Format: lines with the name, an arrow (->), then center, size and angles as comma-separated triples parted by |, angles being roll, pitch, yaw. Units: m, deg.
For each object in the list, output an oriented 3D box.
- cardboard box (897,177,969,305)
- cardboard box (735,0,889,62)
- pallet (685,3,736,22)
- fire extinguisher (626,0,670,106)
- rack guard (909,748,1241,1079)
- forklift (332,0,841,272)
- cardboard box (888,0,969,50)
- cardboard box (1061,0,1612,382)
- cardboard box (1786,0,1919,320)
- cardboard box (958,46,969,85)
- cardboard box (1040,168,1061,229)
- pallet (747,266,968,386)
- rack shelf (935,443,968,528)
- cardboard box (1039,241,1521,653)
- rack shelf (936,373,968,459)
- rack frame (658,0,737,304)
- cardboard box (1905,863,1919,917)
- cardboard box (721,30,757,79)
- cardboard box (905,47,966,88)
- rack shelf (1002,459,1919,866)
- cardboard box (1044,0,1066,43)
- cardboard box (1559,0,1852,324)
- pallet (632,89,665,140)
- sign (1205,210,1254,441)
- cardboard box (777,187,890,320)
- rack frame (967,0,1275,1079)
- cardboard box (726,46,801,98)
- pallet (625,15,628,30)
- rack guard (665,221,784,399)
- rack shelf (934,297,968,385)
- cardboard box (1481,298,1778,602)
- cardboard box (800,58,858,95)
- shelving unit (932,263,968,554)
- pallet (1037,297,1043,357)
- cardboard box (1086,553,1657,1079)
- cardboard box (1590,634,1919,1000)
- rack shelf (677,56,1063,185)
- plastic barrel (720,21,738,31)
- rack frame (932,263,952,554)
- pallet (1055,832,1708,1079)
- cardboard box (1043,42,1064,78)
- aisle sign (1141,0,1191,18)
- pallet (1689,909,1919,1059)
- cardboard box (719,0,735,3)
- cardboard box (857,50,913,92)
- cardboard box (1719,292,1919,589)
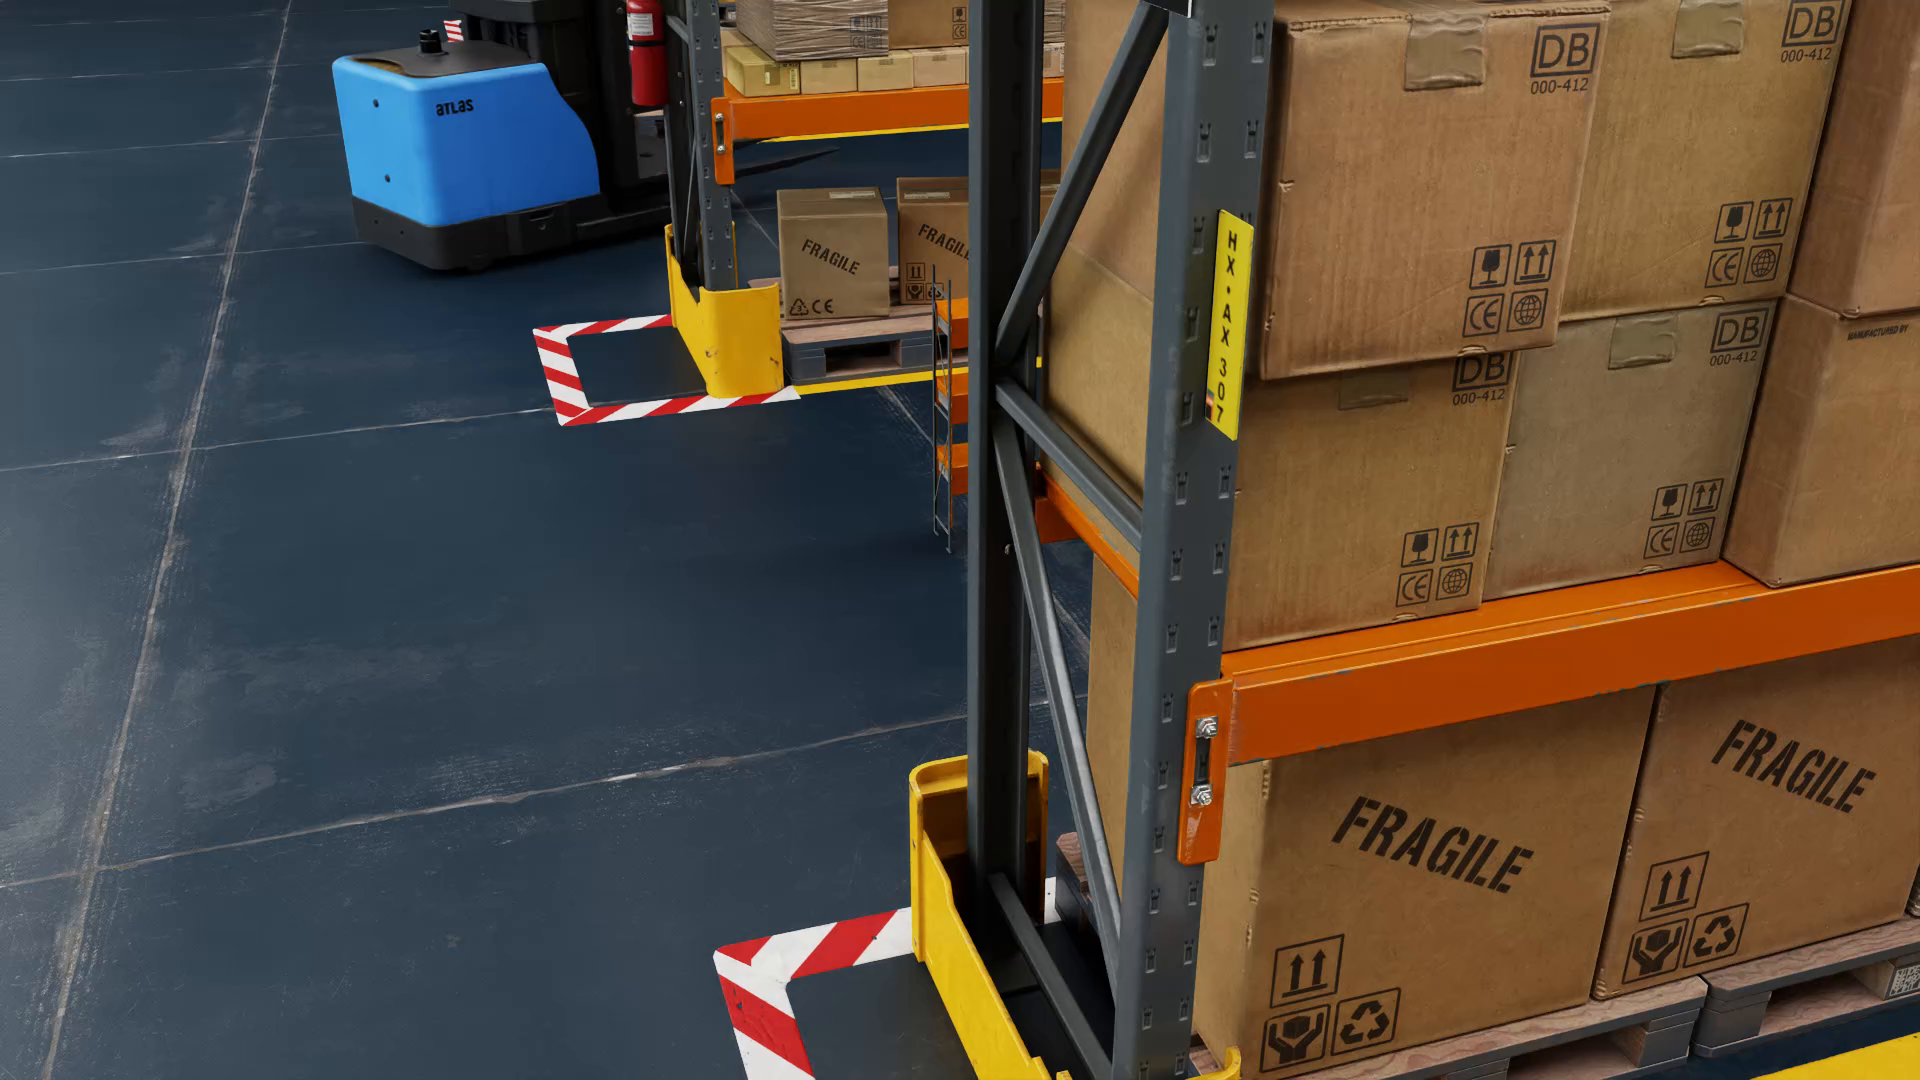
cardboard box -> -0.055, -1.481, 8.199 | 0.500, 0.500, 0.500 | -1, 26, -3
cardboard box -> -0.680, -2.479, 7.424 | 0.500, 0.500, 0.875 | -8, 28, -16
pallet -> -2.403, -5.467, 17.024 | 1.213, 0.211, 1.003 | -8, 28, -16
fire extinguisher -> -1.463, -2.382, 7.761 | 0.183, 0.674, 0.296 | -8, 28, -16
rack guard -> 0.206, 0.997, 3.680 | 0.348, 0.500, 1.175 | -8, 28, -16
forklift -> -2.099, -3.334, 9.670 | 3.031, 2.935, 1.130 | -23, 35, -38
cardboard box -> -0.242, -2.599, 7.665 | 0.500, 0.500, 0.875 | -8, 28, -16
cardboard box -> 0.593, -0.712, 2.927 | 0.550, 0.550, 0.875 | -8, 28, -16
cardboard box -> 1.662, -0.846, 3.198 | 0.550, 0.550, 0.875 | -8, 28, -16
cardboard box -> 0.091, -2.192, 7.575 | 0.250, 0.149, 0.380 | -8, 28, -16
cardboard box -> 0.546, -1.560, 8.357 | 0.500, 0.500, 0.500 | -6, 27, -11
pallet -> -0.356, -1.096, 8.219 | 1.213, 0.211, 1.003 | -8, 28, -16
rack shelf -> 0.051, -0.219, 6.160 | 0.240, 0.259, 0.215 | -8, 28, -16
cardboard box -> 0.567, -0.264, 3.239 | 0.550, 0.550, 0.875 | -8, 28, -16
rack shelf -> 0.051, -0.468, 6.036 | 0.240, 0.259, 0.215 | -8, 28, -16
rack frame -> -1.211, -2.237, 7.383 | 0.127, 3.000, 1.000 | -8, 28, -16
cardboard box -> 2.556, 0.269, 4.251 | 0.875, 0.875, 0.875 | -8, 28, -16
cardboard box -> -1.004, -2.251, 7.694 | 0.250, 0.149, 0.380 | -8, 28, -16
cardboard box -> -0.149, -2.161, 7.511 | 0.250, 0.149, 0.380 | -8, 28, -16
rack shelf -> 2.130, -0.079, 3.845 | 4.000, 0.370, 1.077 | -8, 28, -16
cardboard box -> 0.247, -2.649, 7.766 | 0.500, 0.500, 0.875 | -8, 28, -16
cardboard box -> 1.088, -0.826, 3.158 | 0.550, 0.550, 0.875 | -8, 28, -16
pallet -> -1.913, -3.222, 12.503 | 1.213, 0.211, 1.003 | -8, 28, -16
sign -> 0.395, -0.314, 2.446 | 0.005, 0.325, 0.100 | -8, 28, -16
cardboard box -> -0.612, -1.385, 8.004 | 0.500, 0.500, 0.500 | -3, 27, -7
rack frame -> 0.228, -0.126, 3.131 | 0.127, 3.000, 1.000 | -8, 28, -16
cardboard box -> -0.867, -2.063, 7.315 | 0.250, 0.149, 0.380 | -8, 28, -16
pallet -> -3.561, -5.300, 16.689 | 1.213, 0.211, 1.003 | -8, 28, -16
rack guard -> -1.139, -1.128, 7.960 | 0.348, 0.500, 1.175 | -8, 28, -16
rack shelf -> 0.051, -0.722, 5.910 | 0.240, 0.259, 0.215 | -8, 28, -16
cardboard box -> 1.083, -0.348, 3.410 | 0.550, 0.550, 0.875 | -8, 28, -16
cardboard box -> -0.623, -2.089, 7.368 | 0.250, 0.149, 0.380 | -8, 28, -16
shelving unit -> 0.051, -0.478, 6.031 | 0.252, 1.050, 0.215 | -8, 28, -16
pallet -> 0.802, -1.262, 8.554 | 1.213, 0.211, 1.003 | -8, 28, -16
cardboard box -> 0.853, 0.516, 3.754 | 0.875, 0.875, 0.875 | -8, 28, -16
cardboard box -> 1.689, 0.394, 4.000 | 0.875, 0.875, 0.875 | -9, 28, -17
rack shelf -> 0.690, -2.190, 8.098 | 4.000, 0.370, 1.077 | -8, 28, -16
plastic barrel -> -1.666, -3.597, 12.448 | 0.421, 0.512, 0.421 | 0, 26, 0
rack frame -> -0.065, -0.461, 5.998 | 0.008, 1.050, 0.200 | -8, 28, -16
pallet -> 0.965, 0.980, 4.039 | 1.213, 0.211, 1.003 | -8, 28, -16
cardboard box -> 0.320, -2.238, 7.667 | 0.250, 0.149, 0.380 | -8, 28, -16
aisle sign -> 0.254, -1.154, 2.277 | 0.004, 0.787, 0.394 | -8, 28, -16
pallet -> 2.123, 0.813, 4.374 | 1.213, 0.211, 1.003 | -8, 28, -16
cardboard box -> -2.270, -5.568, 16.713 | 0.500, 0.250, 0.500 | -8, 28, -16
cardboard box -> -0.381, -2.117, 7.424 | 0.250, 0.149, 0.380 | -8, 28, -16
cardboard box -> 1.655, -0.372, 3.458 | 0.550, 0.550, 0.875 | -8, 28, -16
